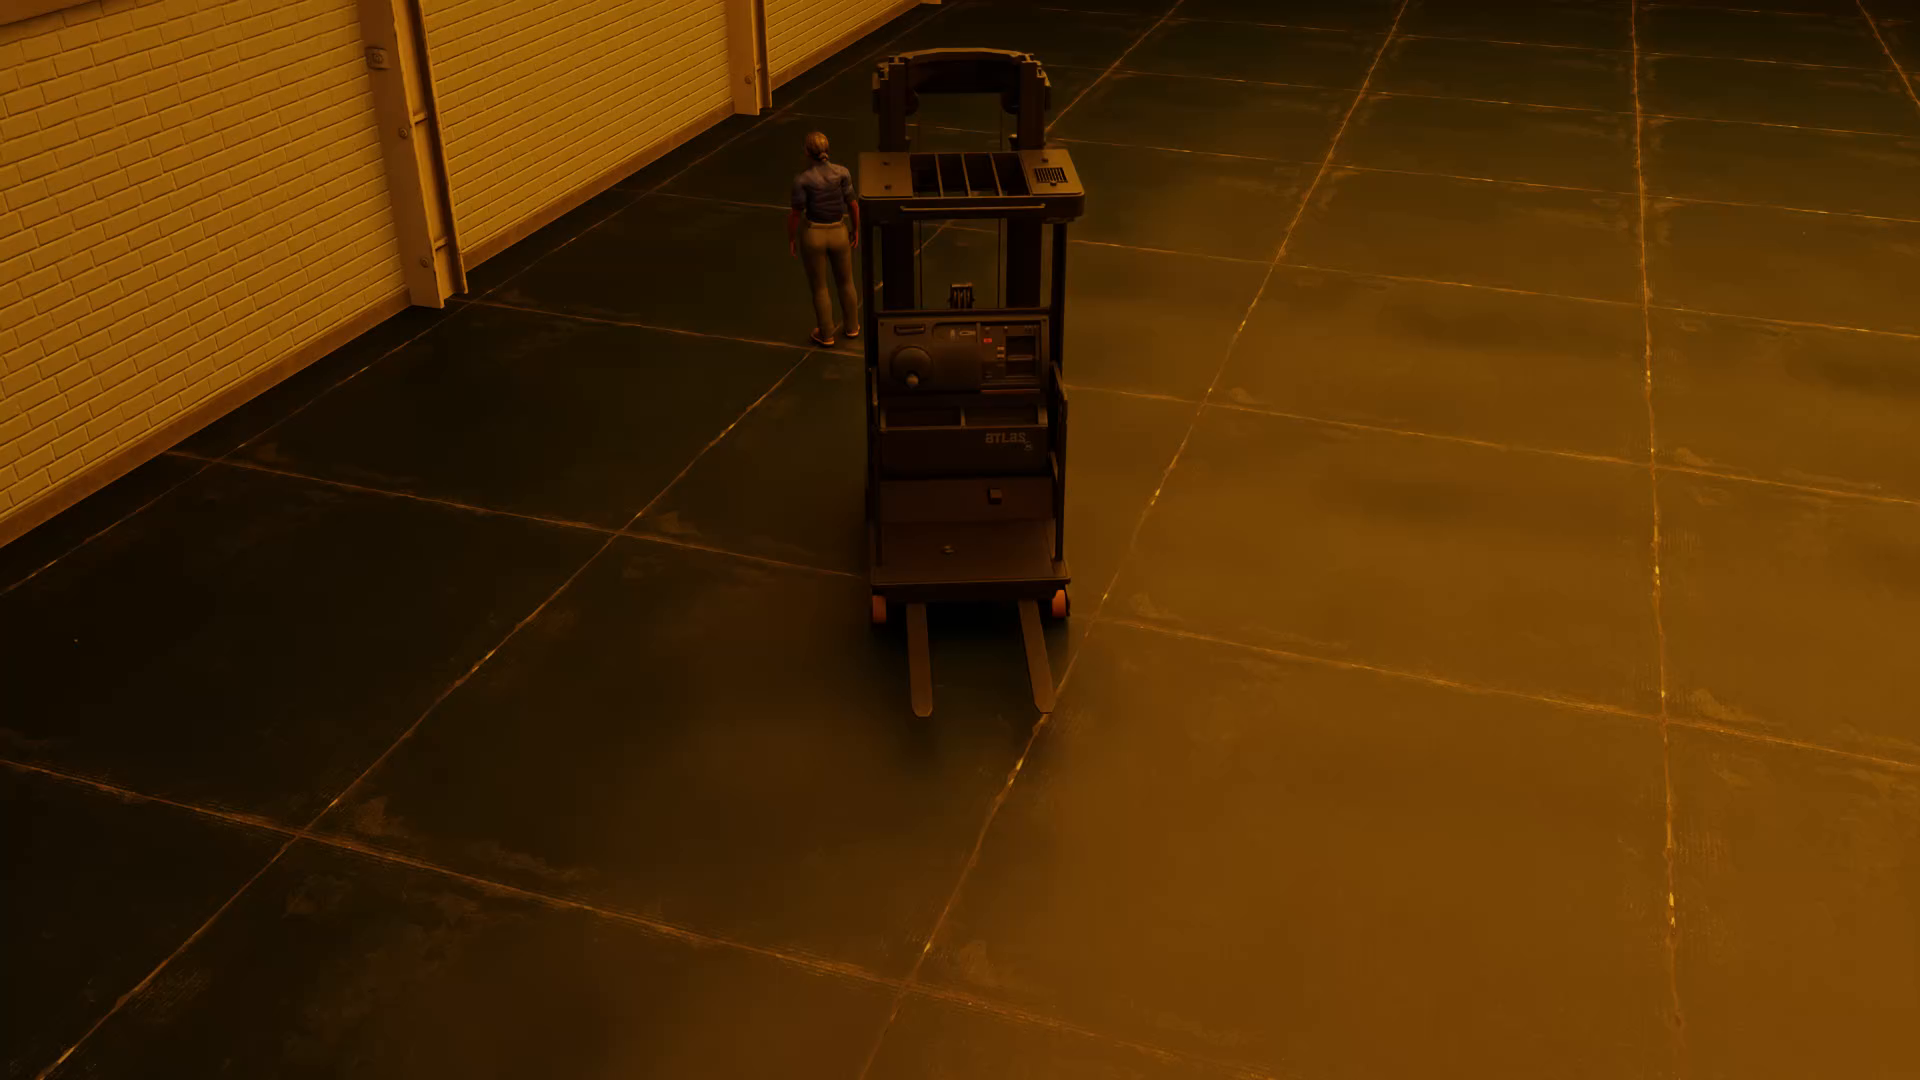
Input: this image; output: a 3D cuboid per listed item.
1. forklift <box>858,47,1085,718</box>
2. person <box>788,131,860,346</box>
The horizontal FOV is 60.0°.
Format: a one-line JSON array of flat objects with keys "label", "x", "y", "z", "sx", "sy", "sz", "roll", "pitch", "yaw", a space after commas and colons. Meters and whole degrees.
[{"label": "forklift", "x": 0.035, "y": -0.972, "z": 8.842, "sx": 1.130, "sy": 2.935, "sz": 3.031, "roll": -2, "pitch": 30, "yaw": -3}, {"label": "person", "x": -1.011, "y": -2.259, "z": 12.374, "sx": 0.570, "sy": 1.654, "sz": 0.504, "roll": -9, "pitch": 31, "yaw": -15}]
